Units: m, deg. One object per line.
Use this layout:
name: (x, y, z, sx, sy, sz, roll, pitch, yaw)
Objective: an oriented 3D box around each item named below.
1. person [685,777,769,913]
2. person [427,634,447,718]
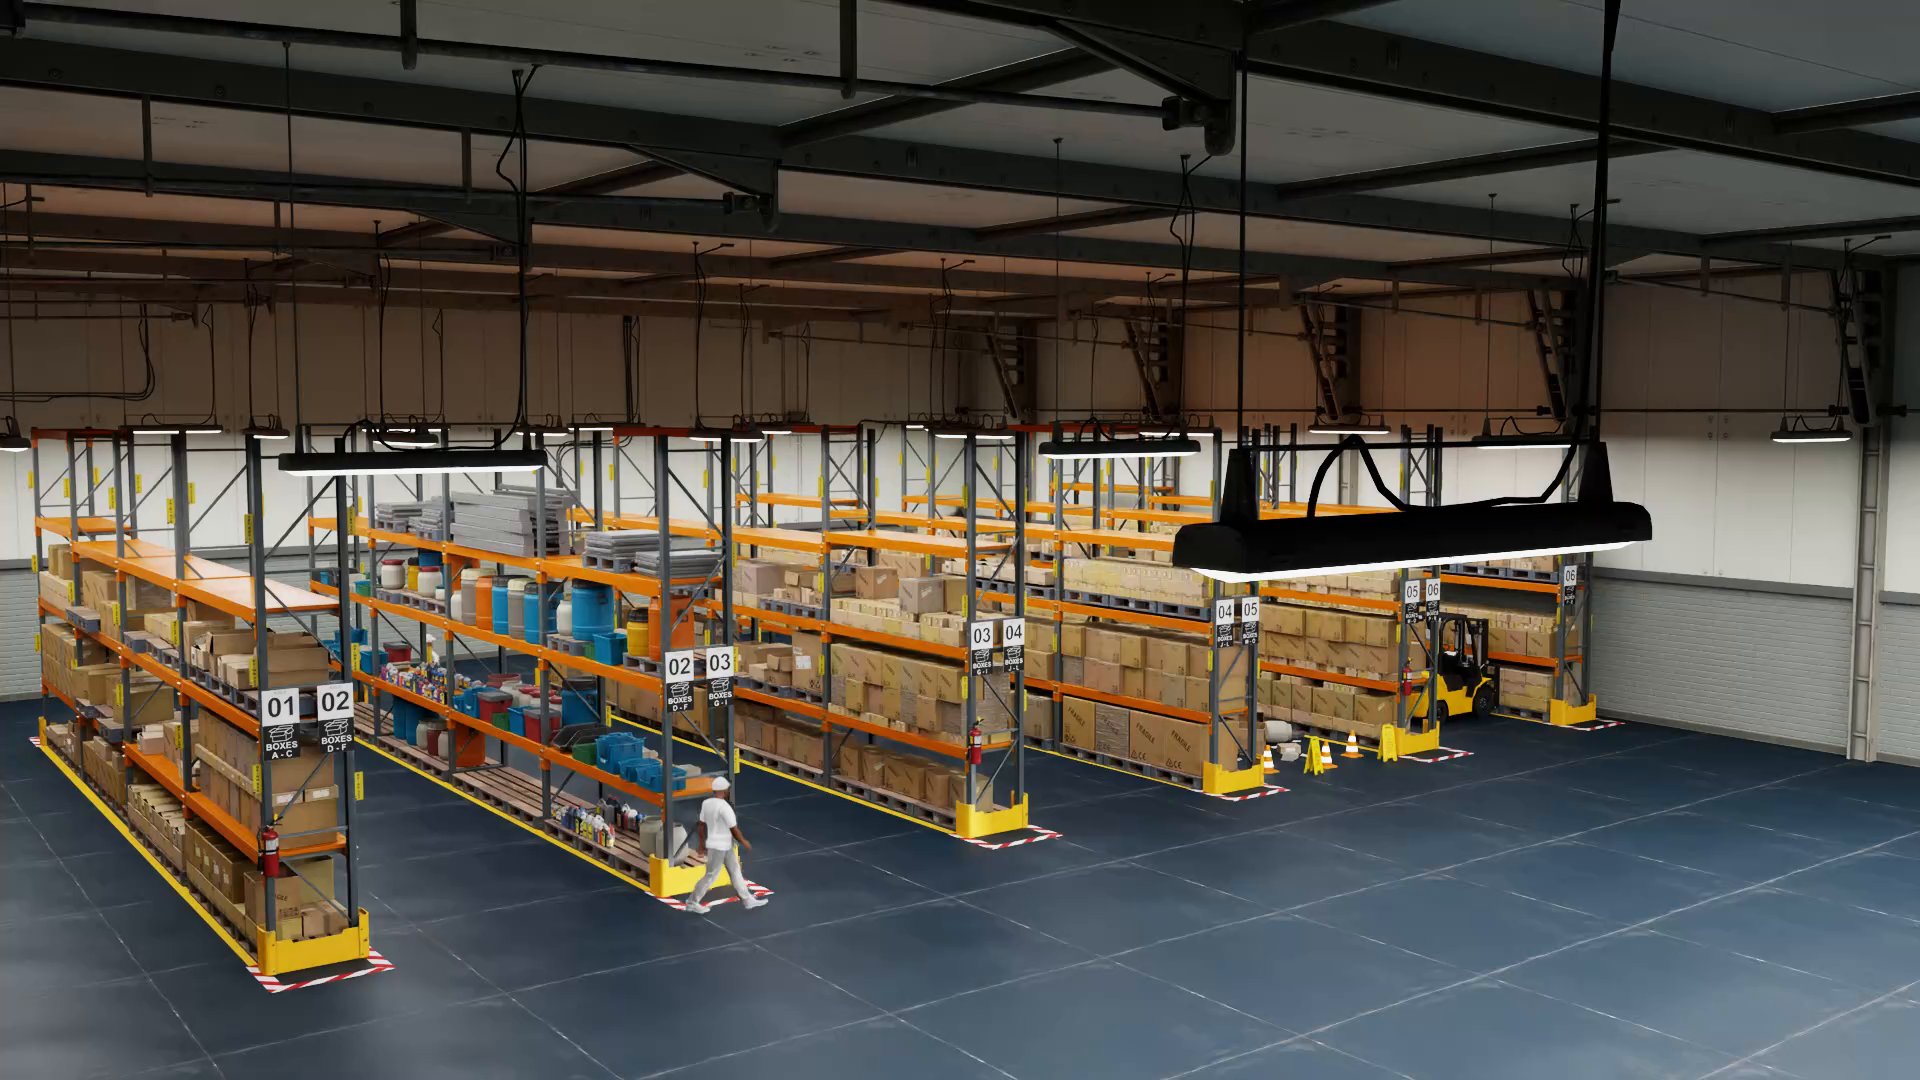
person: (-2.933, 3.820, 20.825, 1.033, 1.714, 0.475, 0, 4, -3)
person: (-10.664, 2.799, 33.762, 0.516, 1.797, 0.601, 0, 4, -4)
